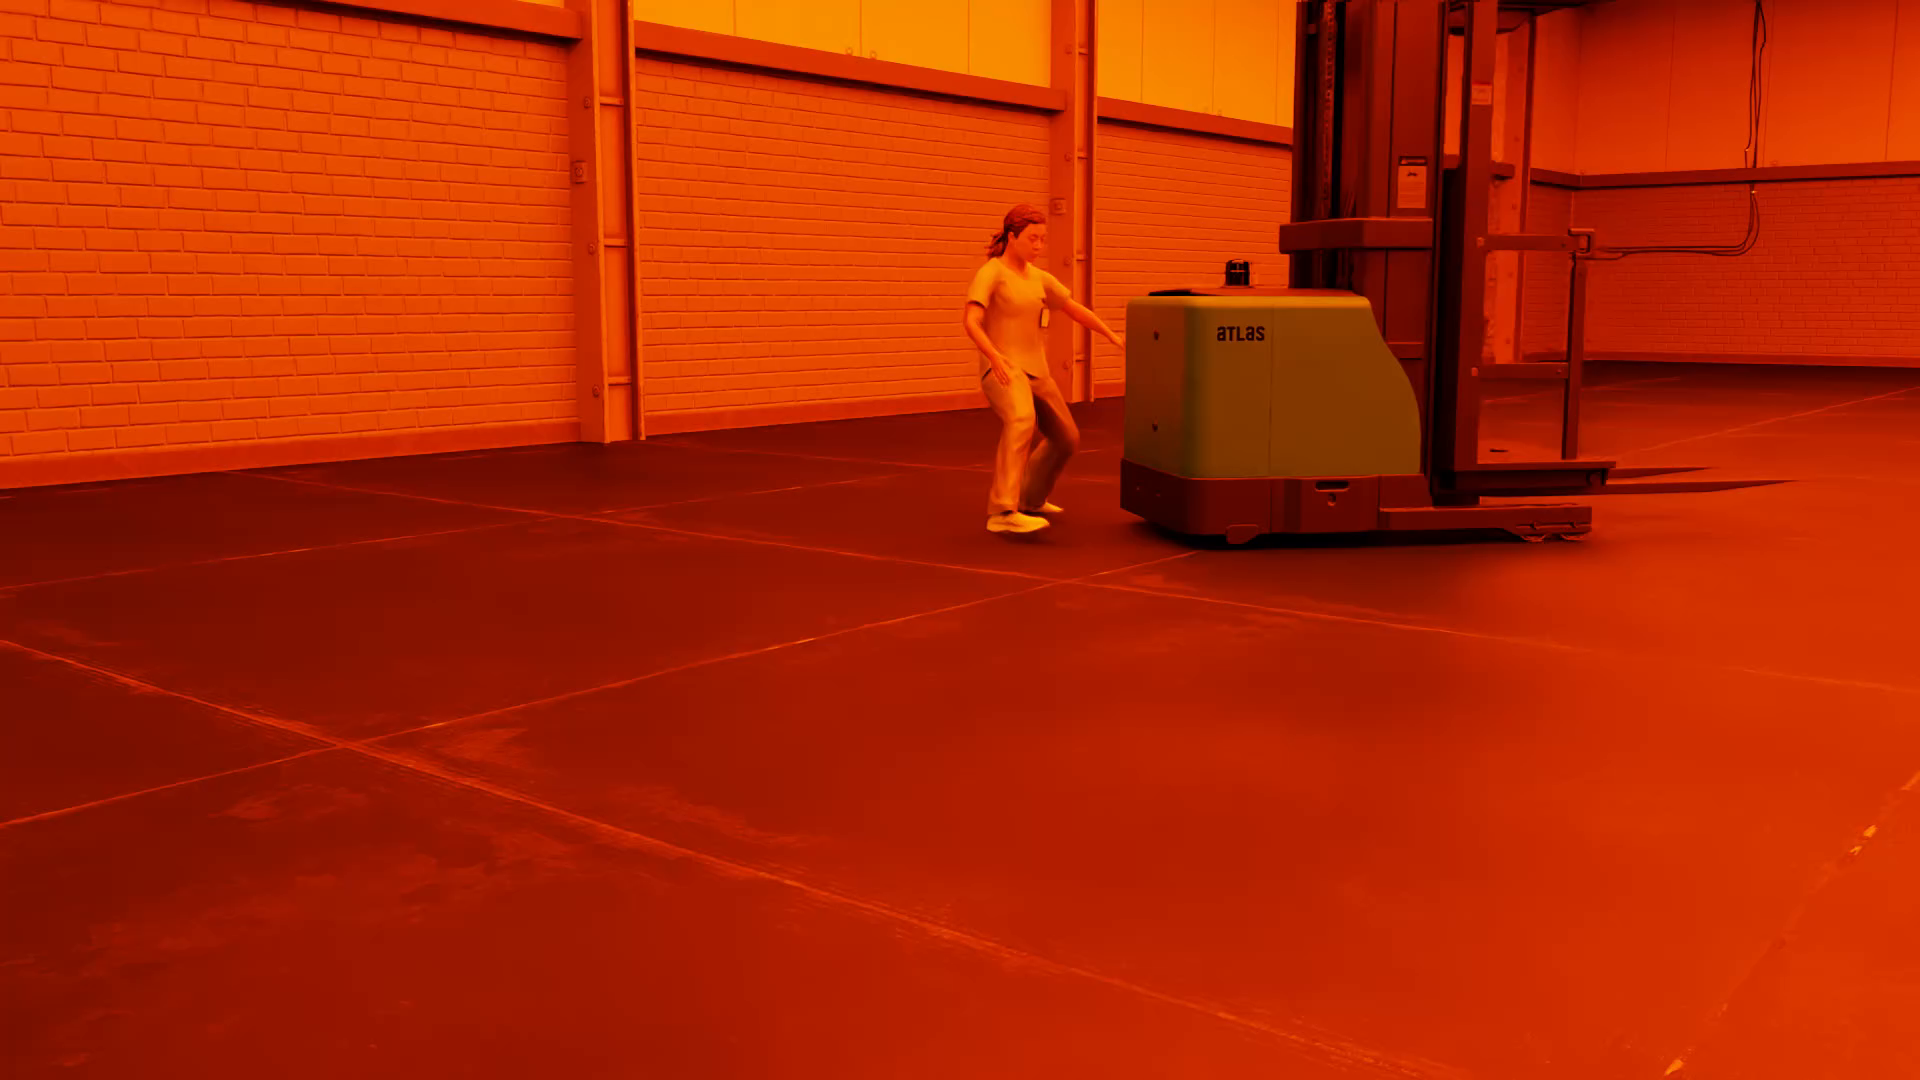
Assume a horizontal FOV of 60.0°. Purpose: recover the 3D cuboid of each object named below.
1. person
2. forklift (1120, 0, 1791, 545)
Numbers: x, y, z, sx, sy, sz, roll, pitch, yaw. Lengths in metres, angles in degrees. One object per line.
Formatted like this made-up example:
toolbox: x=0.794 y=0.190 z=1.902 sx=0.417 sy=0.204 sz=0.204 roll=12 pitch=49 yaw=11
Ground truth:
person: x=0.349 y=-0.798 z=7.823 sx=0.939 sy=1.538 sz=0.880 roll=-7 pitch=11 yaw=-41
forklift: x=2.337 y=-1.513 z=7.620 sx=3.031 sy=2.935 sz=1.130 roll=-2 pitch=8 yaw=-11
